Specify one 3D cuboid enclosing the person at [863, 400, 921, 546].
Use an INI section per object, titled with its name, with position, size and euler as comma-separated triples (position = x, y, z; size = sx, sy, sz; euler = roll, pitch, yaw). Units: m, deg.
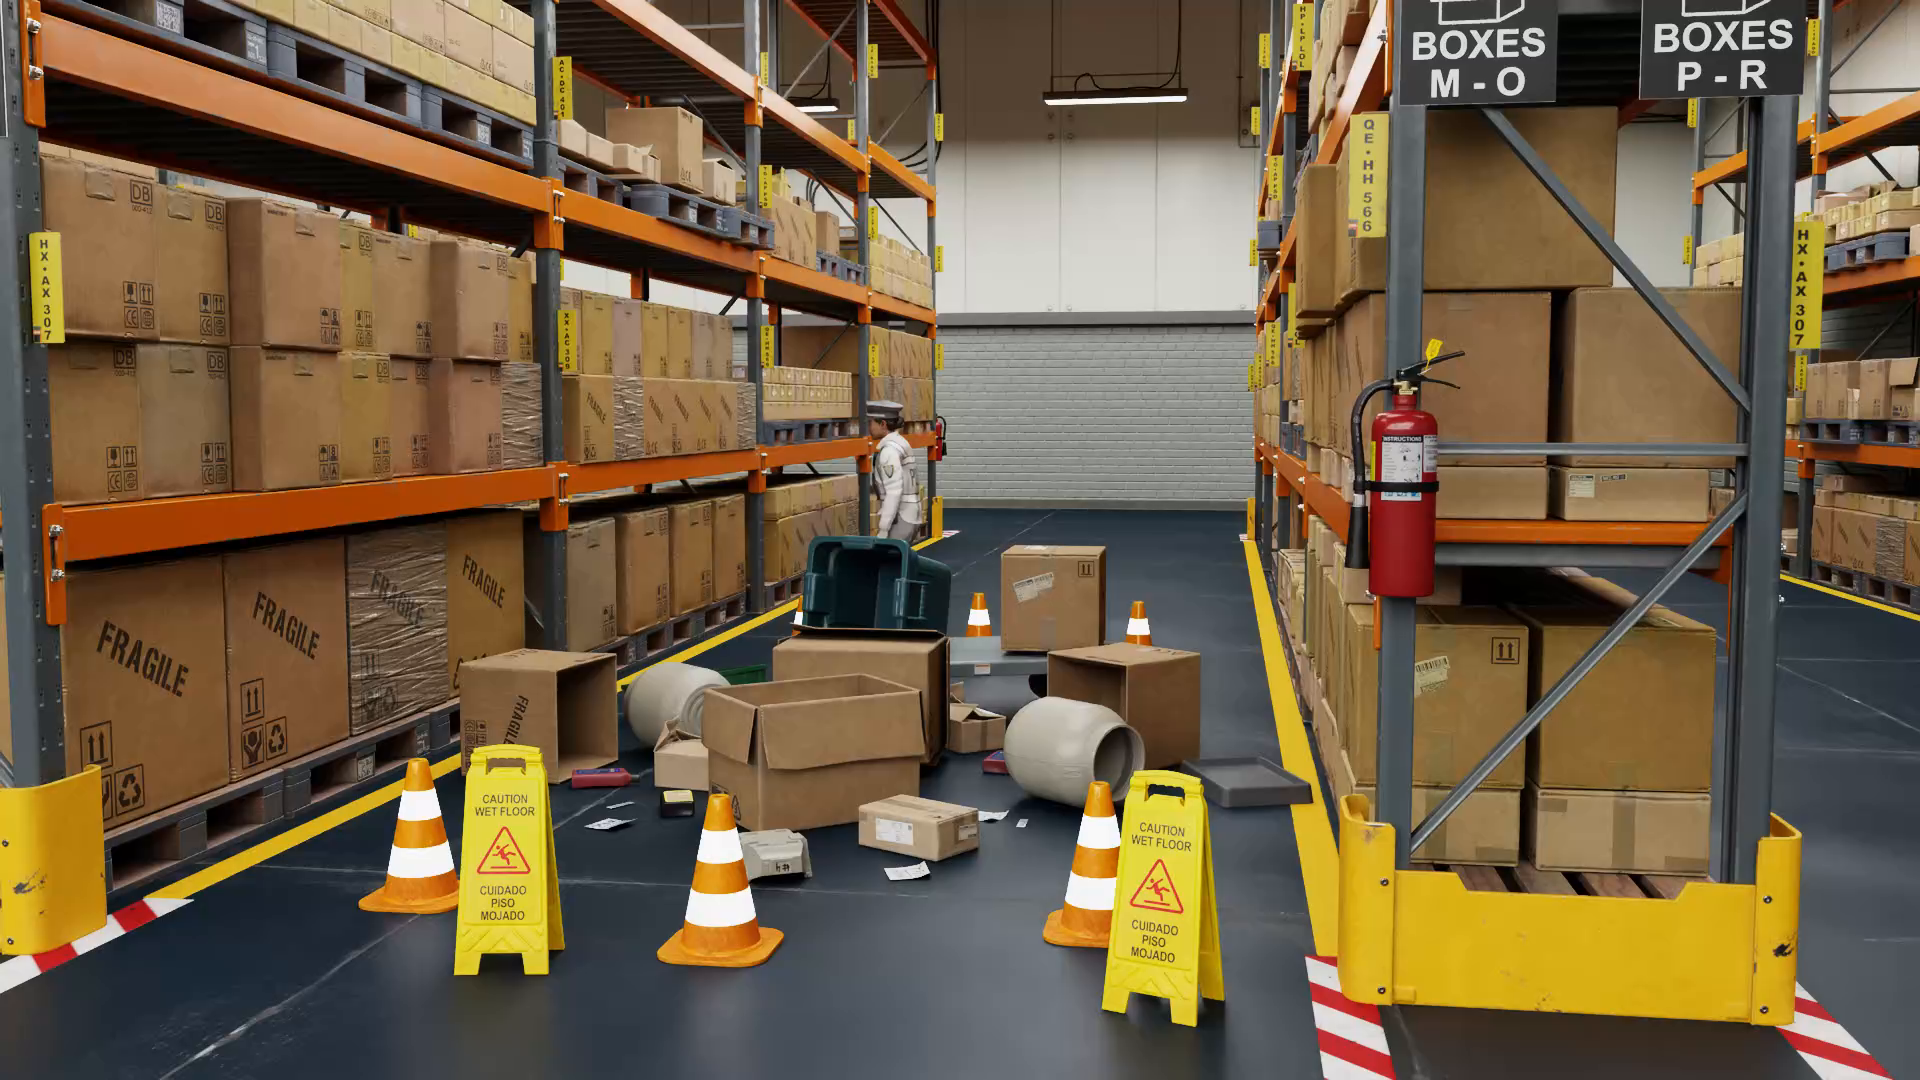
[person]
position = -0.440, -0.078, 10.849
size = 0.372, 1.663, 0.531
euler = 0, 5, 6
